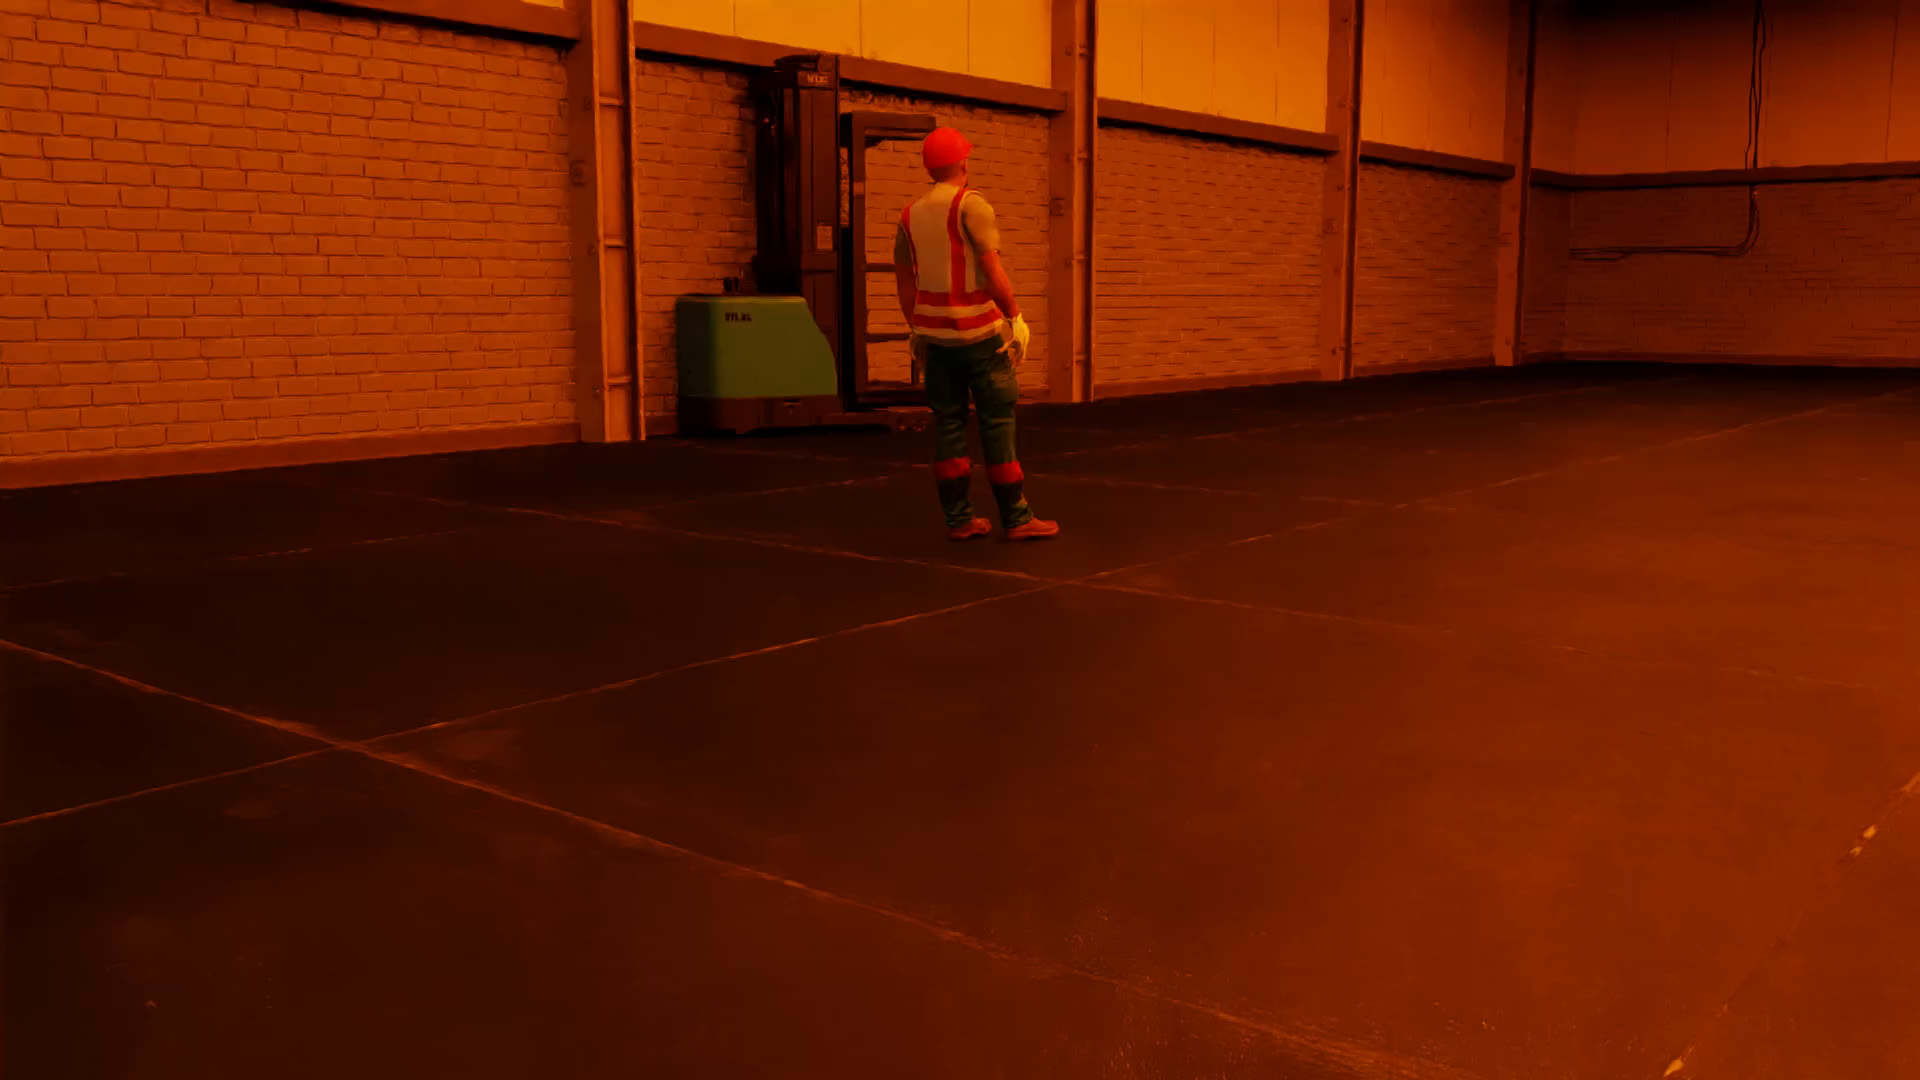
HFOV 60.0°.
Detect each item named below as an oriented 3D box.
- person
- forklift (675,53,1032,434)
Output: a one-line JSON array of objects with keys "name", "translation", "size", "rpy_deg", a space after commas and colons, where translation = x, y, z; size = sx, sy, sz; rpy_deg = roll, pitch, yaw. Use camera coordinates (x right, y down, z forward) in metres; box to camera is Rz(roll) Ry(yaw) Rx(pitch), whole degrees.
[{"name": "person", "translation": [0.059, -0.900, 7.329], "size": [0.637, 1.787, 0.563], "rpy_deg": [7, 11, 38]}, {"name": "forklift", "translation": [-0.847, -2.391, 13.620], "size": [3.031, 2.935, 1.130], "rpy_deg": [-5, 10, -31]}]
